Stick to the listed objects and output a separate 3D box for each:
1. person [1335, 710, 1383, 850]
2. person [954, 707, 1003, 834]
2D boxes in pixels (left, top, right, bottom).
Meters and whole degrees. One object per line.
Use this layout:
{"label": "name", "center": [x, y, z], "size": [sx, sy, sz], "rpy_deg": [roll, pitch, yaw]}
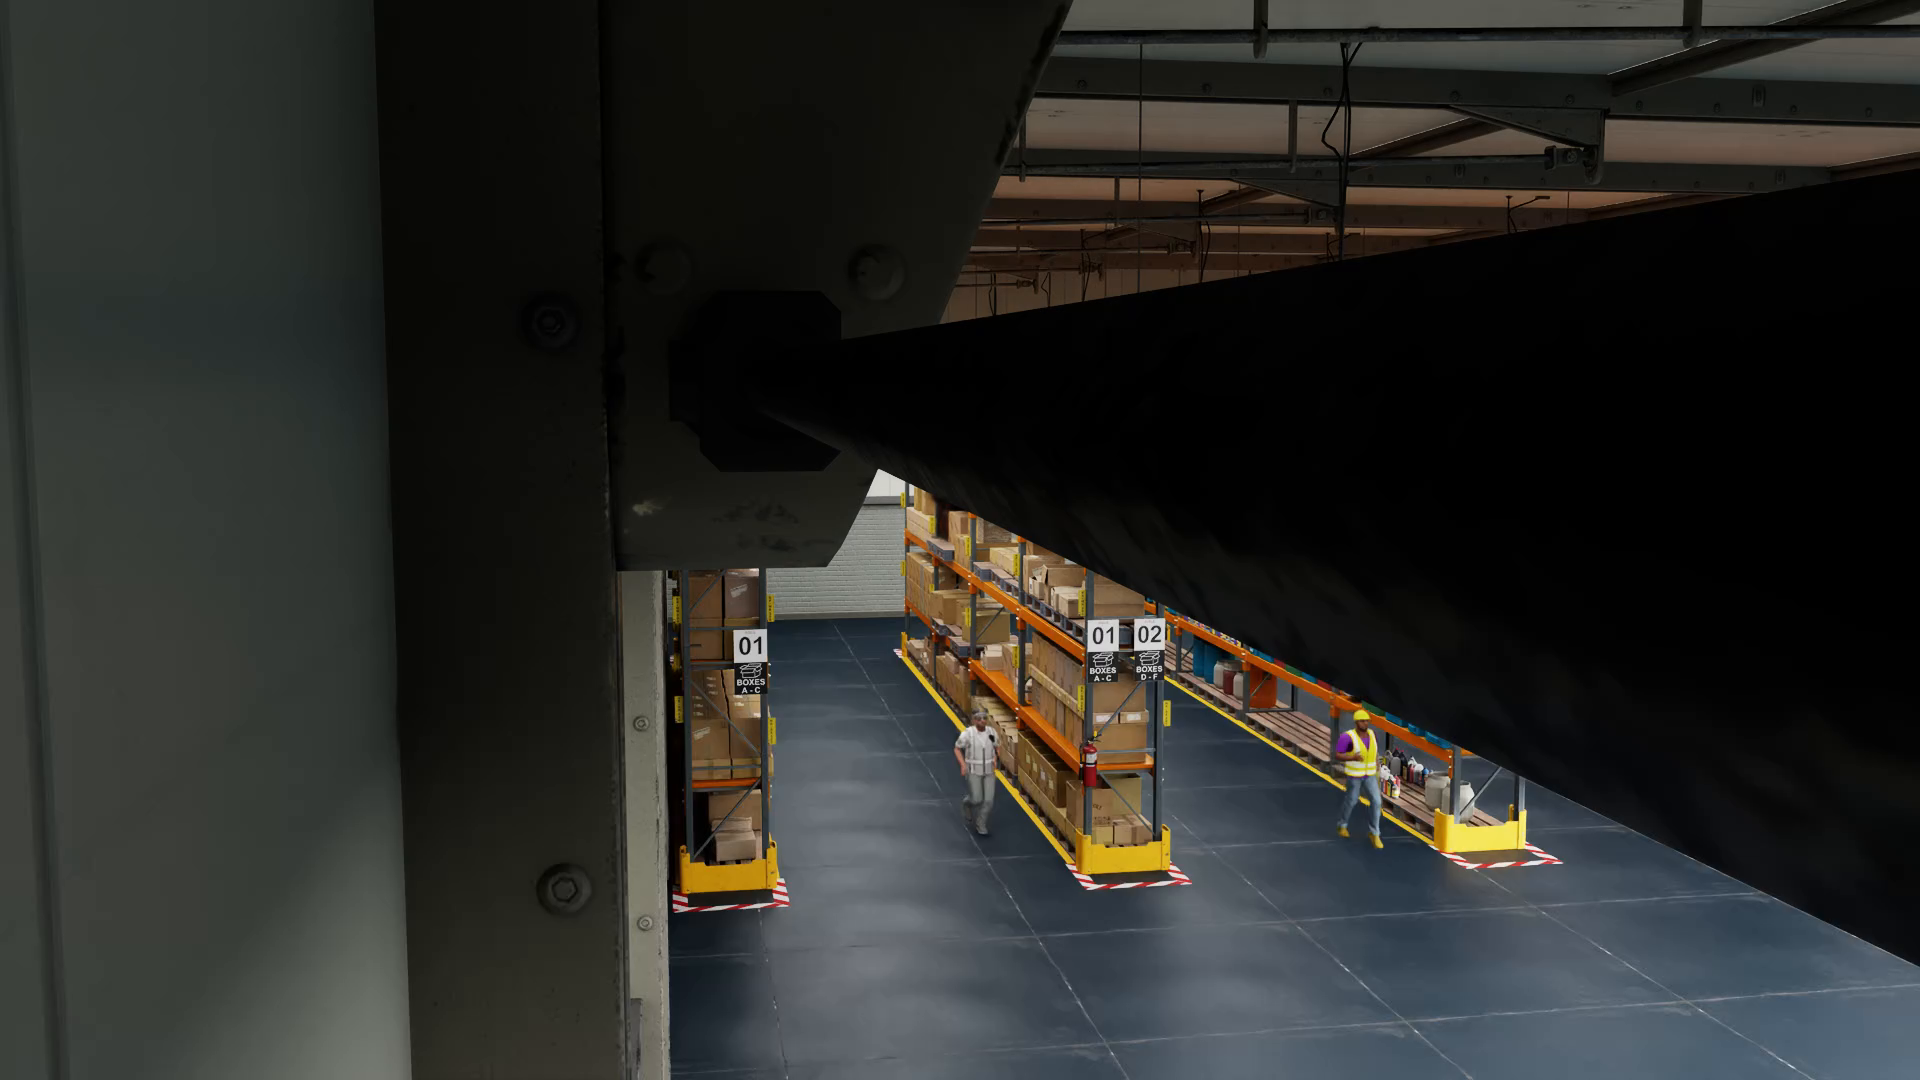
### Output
{"label": "person", "center": [5.304, 3.148, 22.088], "size": [0.709, 1.825, 0.740], "rpy_deg": [-2, 6, -15]}
{"label": "person", "center": [0.278, 3.126, 22.641], "size": [0.663, 1.729, 0.600], "rpy_deg": [-2, 6, -16]}
